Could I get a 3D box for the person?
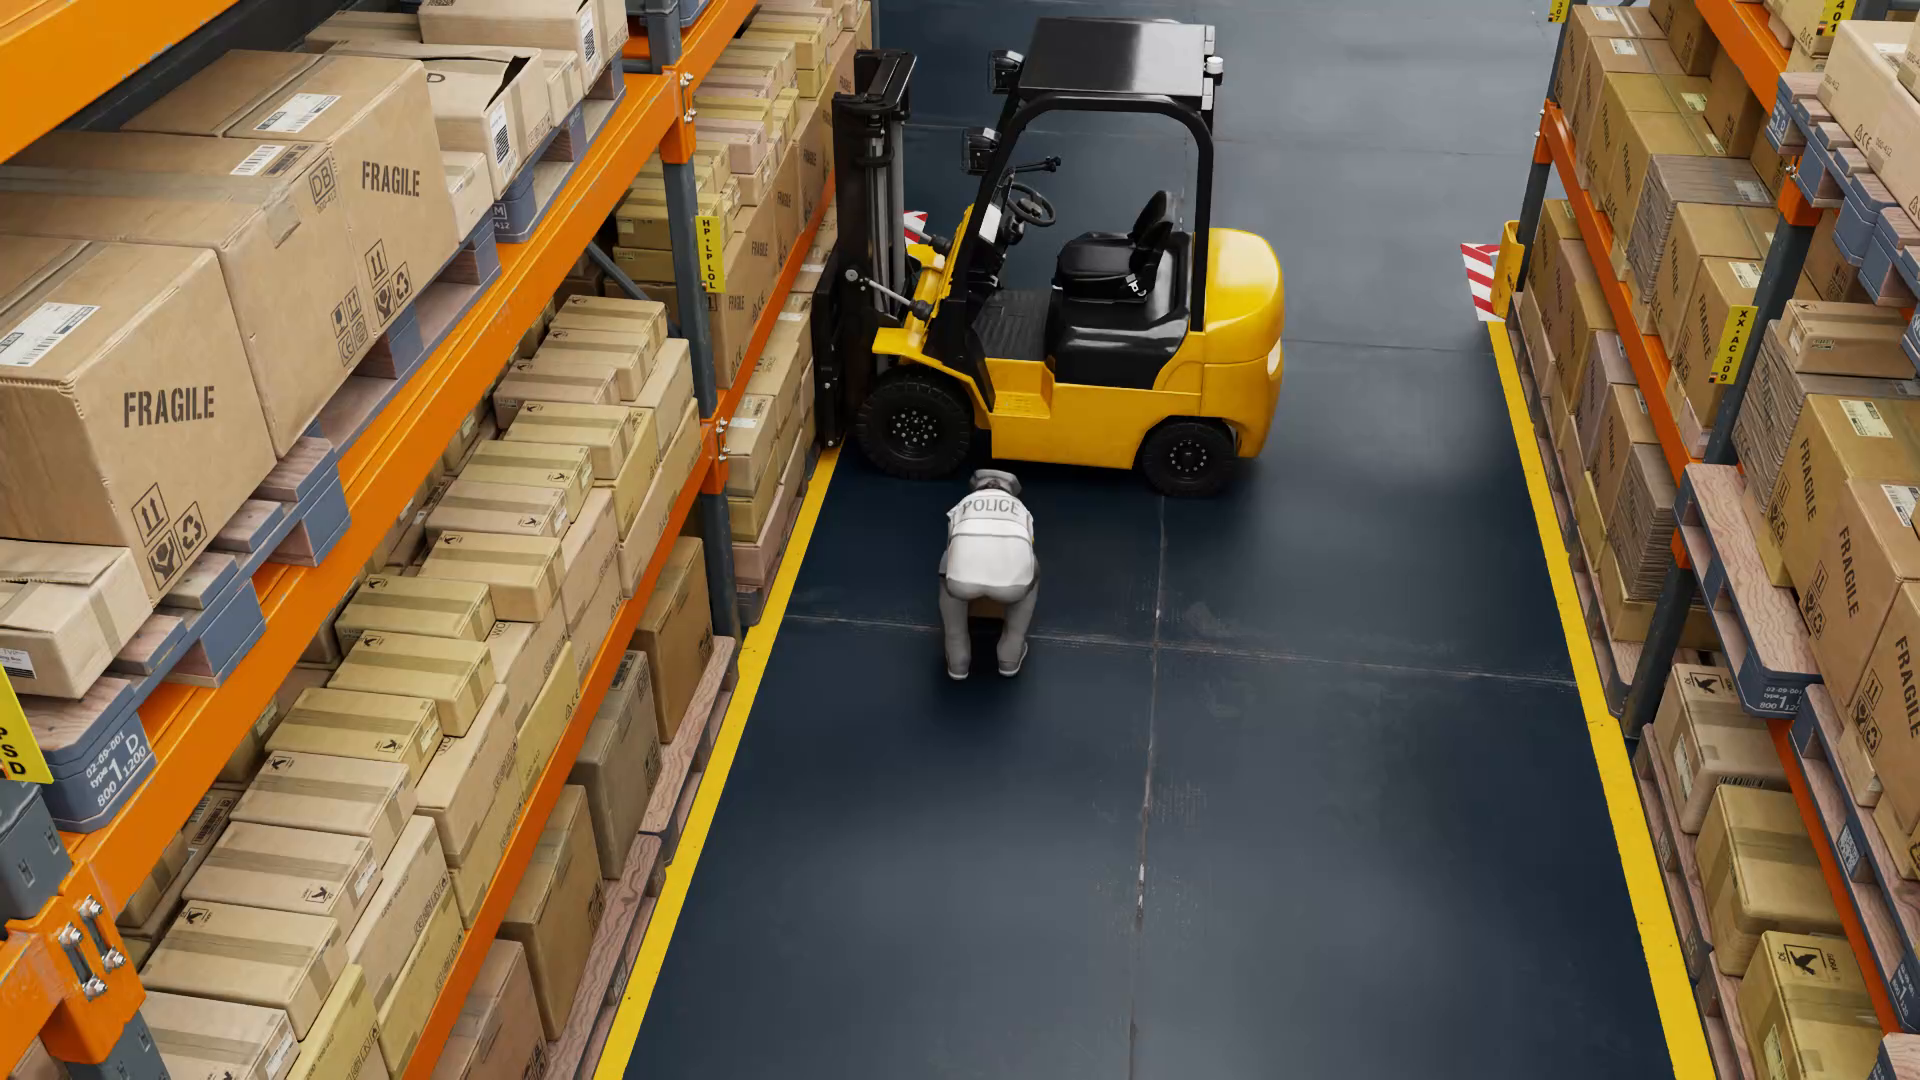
[{"bbox_3d":[0.131,0.144,7.543,0.464,0.852,0.913,3,36,4],"label":"person"}]
